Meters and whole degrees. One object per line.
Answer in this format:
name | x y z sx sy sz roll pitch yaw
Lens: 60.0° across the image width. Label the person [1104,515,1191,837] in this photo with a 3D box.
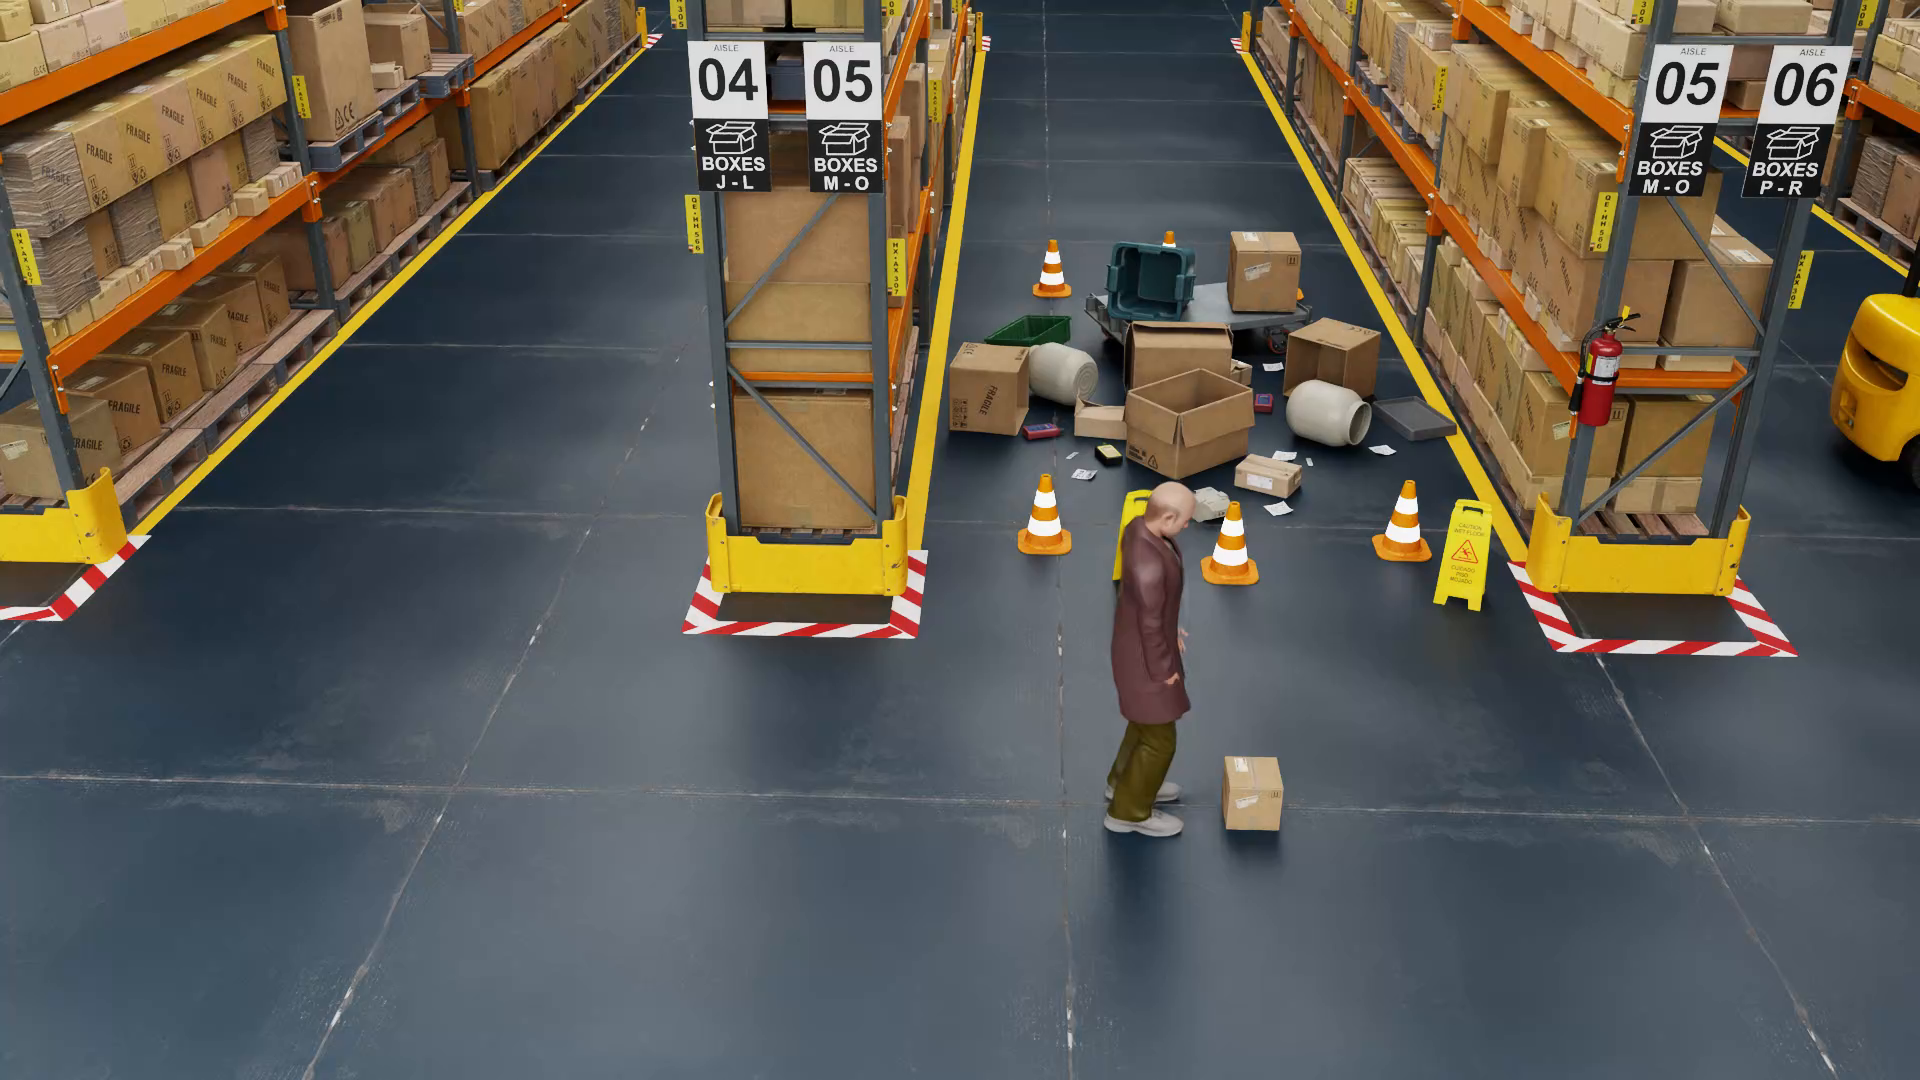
person | 0.886 0.607 7.698 0.384 1.581 0.575 2 28 3
